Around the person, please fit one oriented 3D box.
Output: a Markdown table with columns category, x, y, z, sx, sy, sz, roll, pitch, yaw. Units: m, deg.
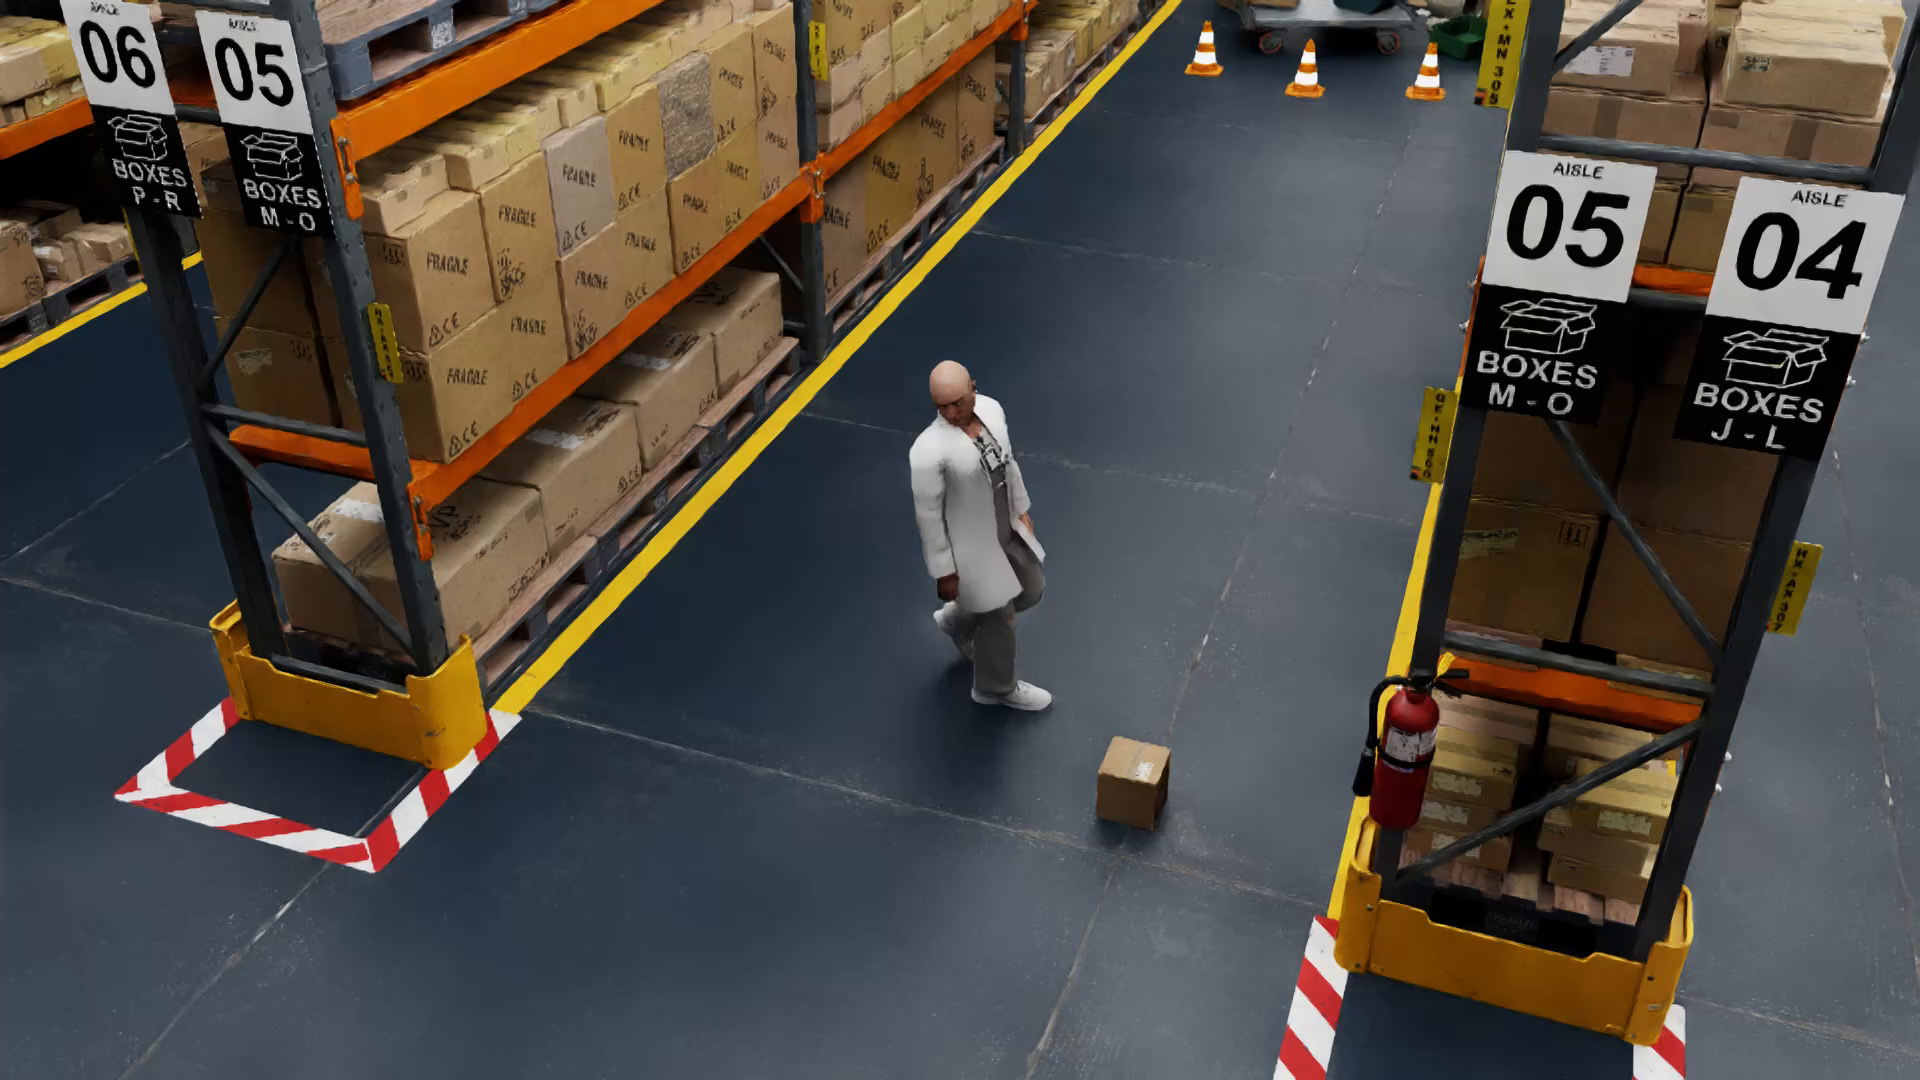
| category | x | y | z | sx | sy | sz | roll | pitch | yaw |
| --- | --- | --- | --- | --- | --- | --- | --- | --- | --- |
| person | 7.692 | -1.965 | 10.233 | 10.683 | 1.756 | 14.178 | 16 | 36 | 23 |
